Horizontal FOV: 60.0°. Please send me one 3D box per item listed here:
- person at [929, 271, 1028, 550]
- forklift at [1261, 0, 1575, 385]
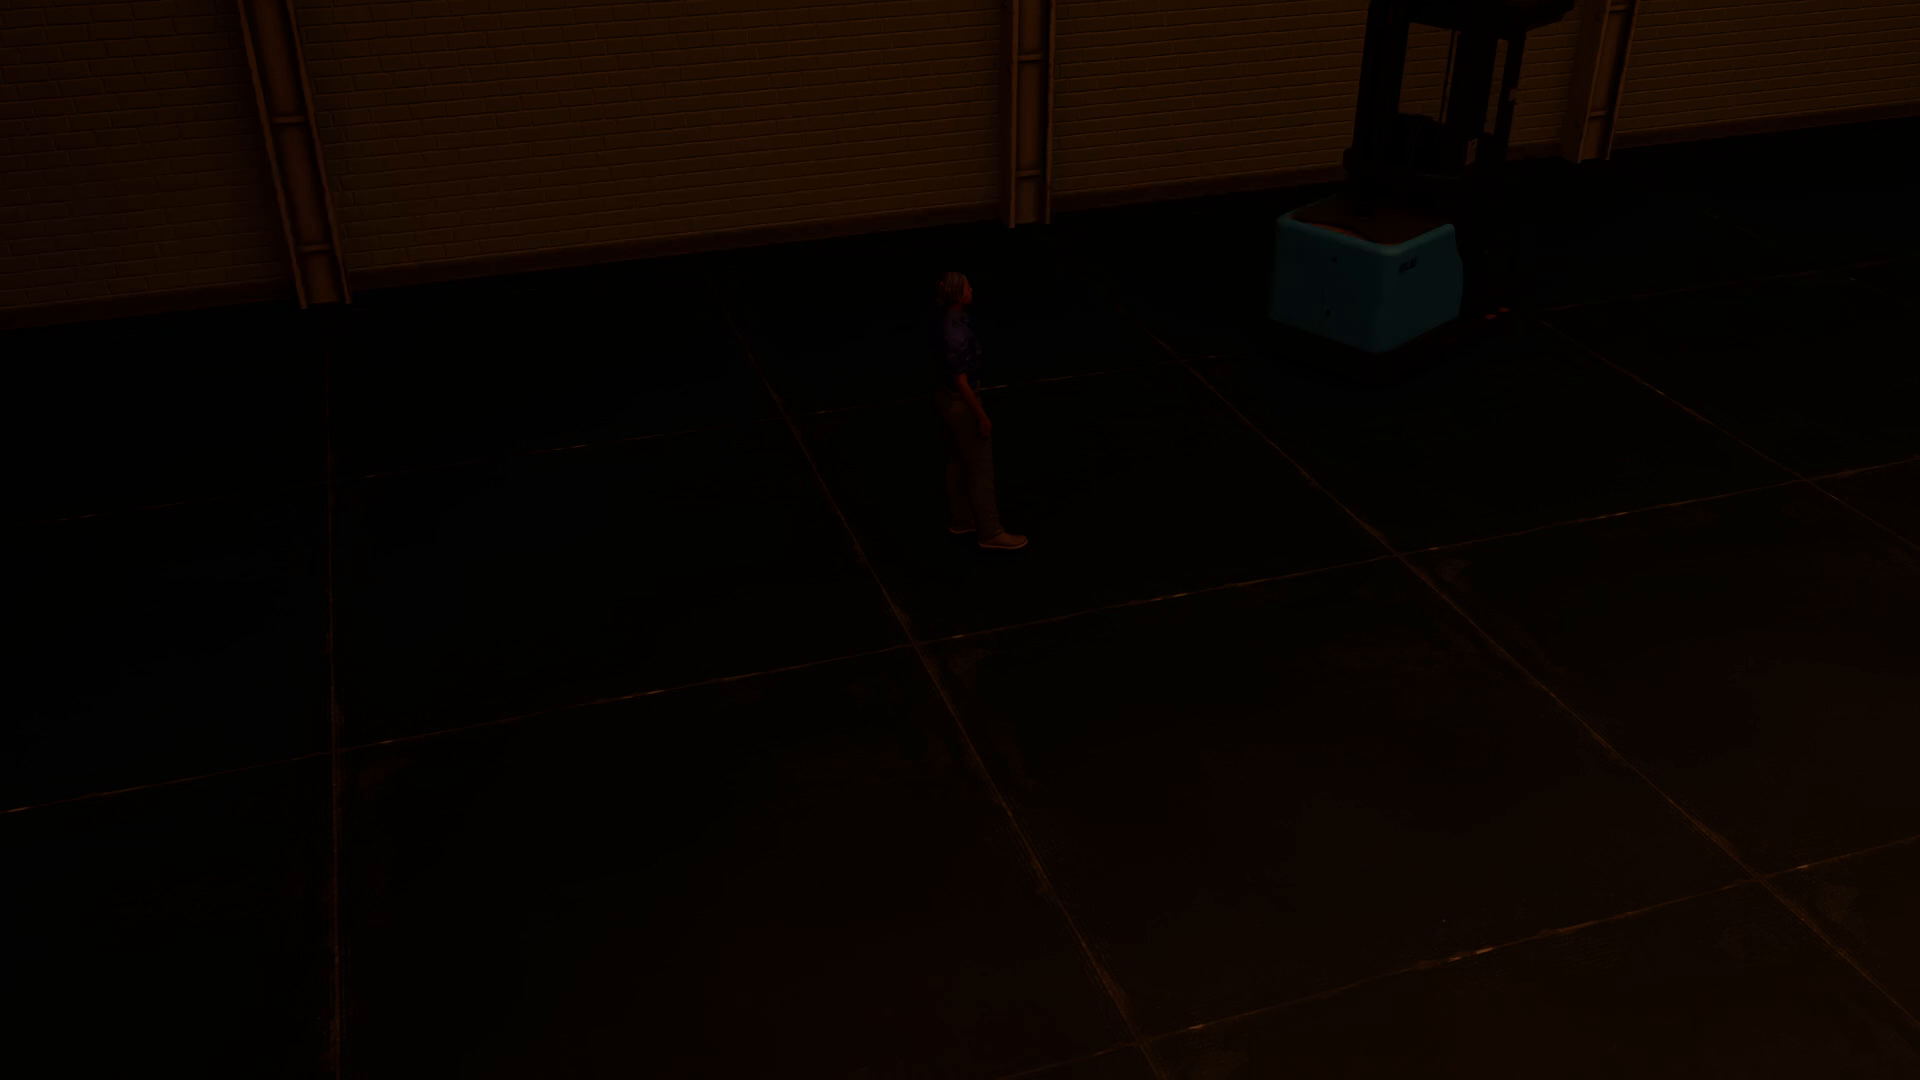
[{"bbox_3d":[0.089,-0.762,9.598,0.504,1.654,0.569,-10,31,-16],"label":"person"},{"bbox_3d":[3.654,-2.999,12.300,3.031,2.935,1.130,-26,39,-37],"label":"forklift"}]
